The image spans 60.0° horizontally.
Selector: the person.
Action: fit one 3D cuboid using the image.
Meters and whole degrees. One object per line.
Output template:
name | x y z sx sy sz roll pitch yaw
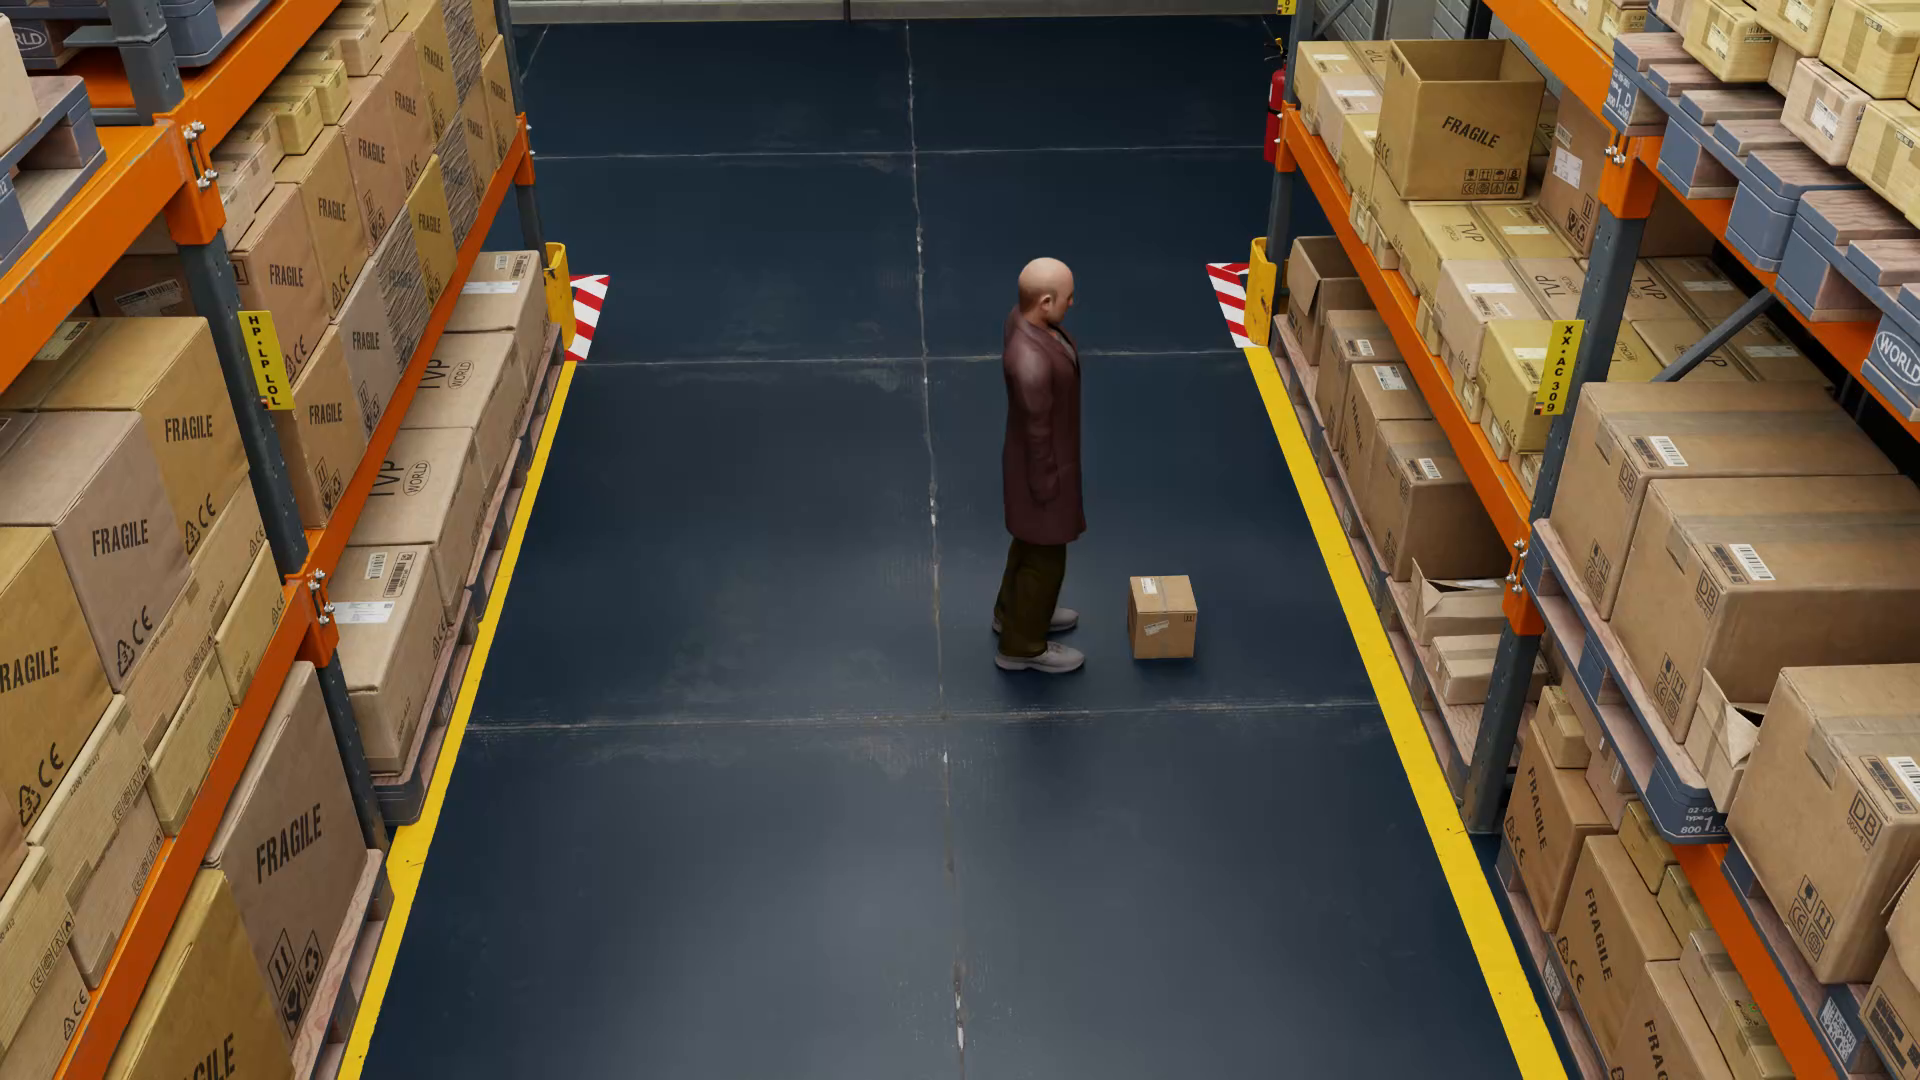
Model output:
person | 0.329 -0.297 6.593 0.378 1.774 0.562 -1 35 -1
